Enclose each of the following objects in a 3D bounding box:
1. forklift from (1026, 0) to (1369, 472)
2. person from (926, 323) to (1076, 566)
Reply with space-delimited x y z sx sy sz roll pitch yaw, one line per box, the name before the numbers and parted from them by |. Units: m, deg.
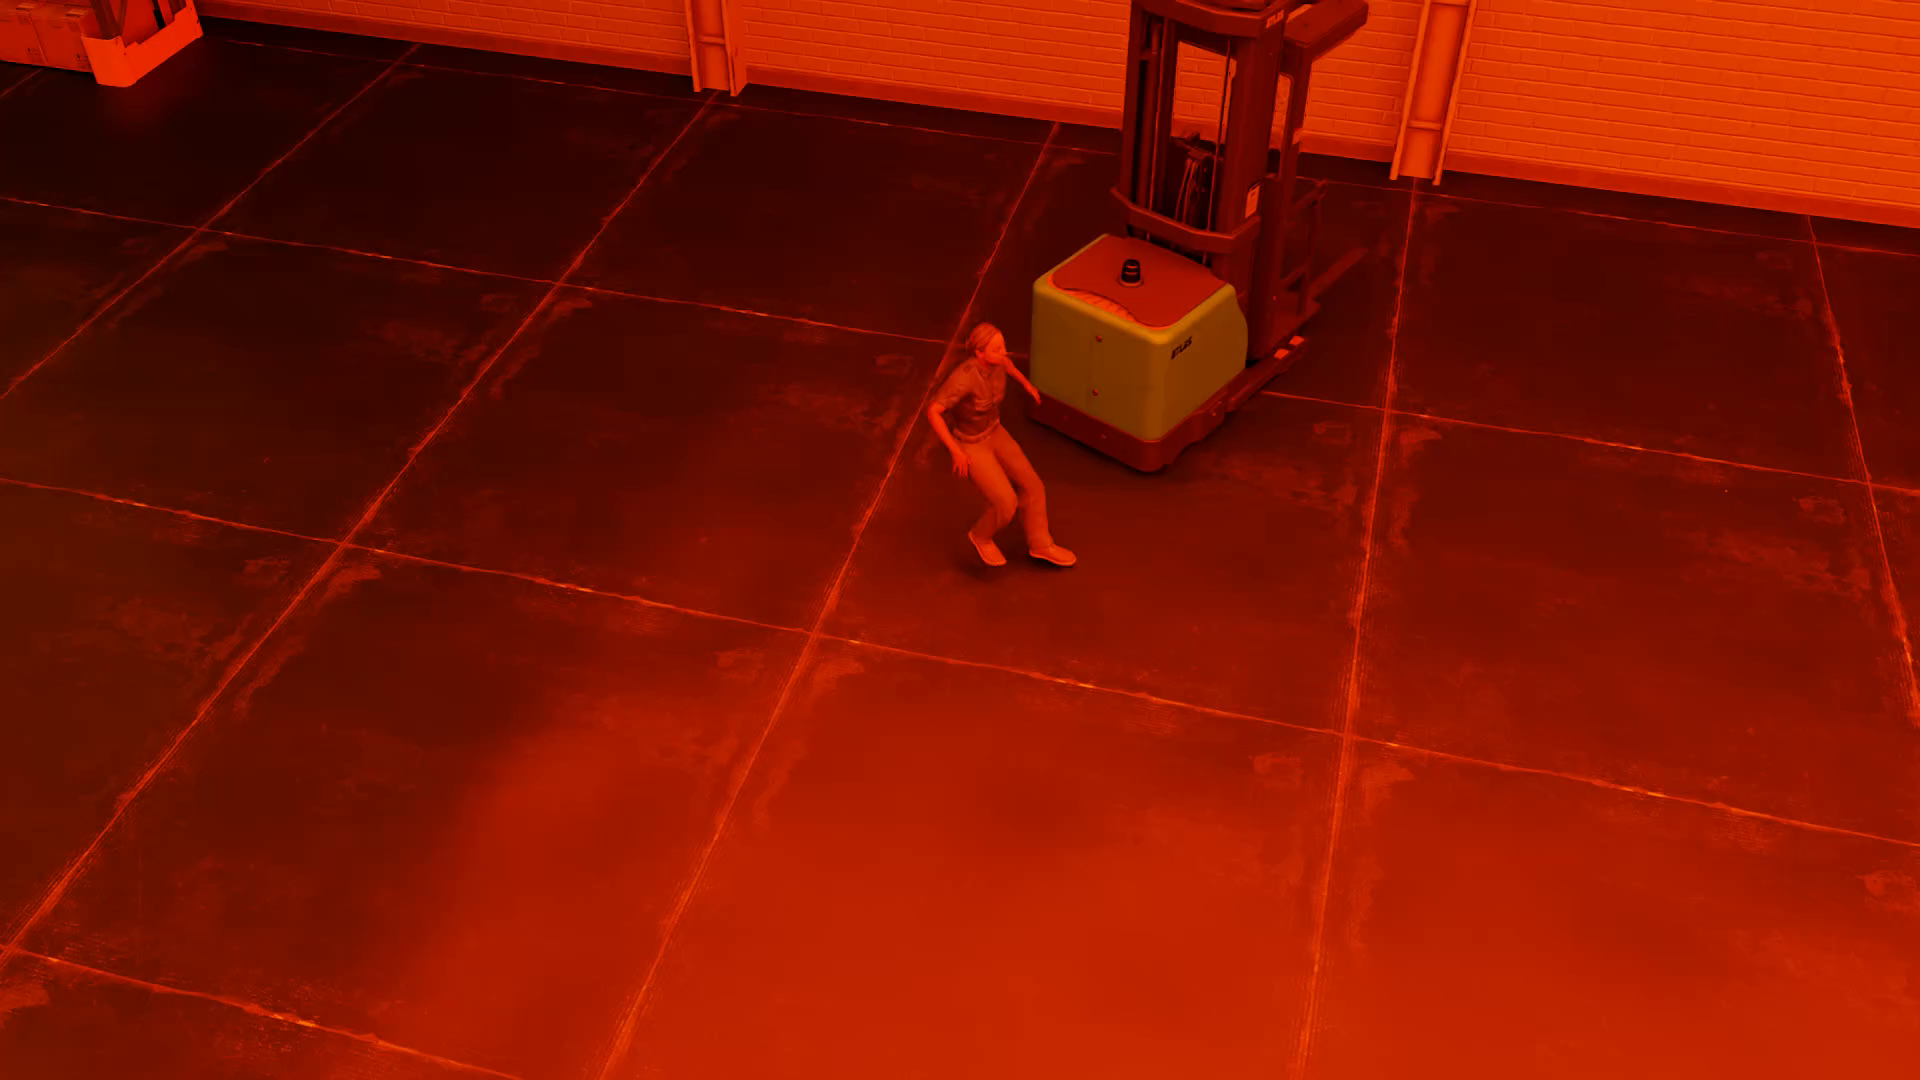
forklift | 1.761 -2.436 10.640 1.130 2.935 3.031 29 49 29
person | 0.294 -0.505 9.427 0.770 1.541 0.935 25 47 26
